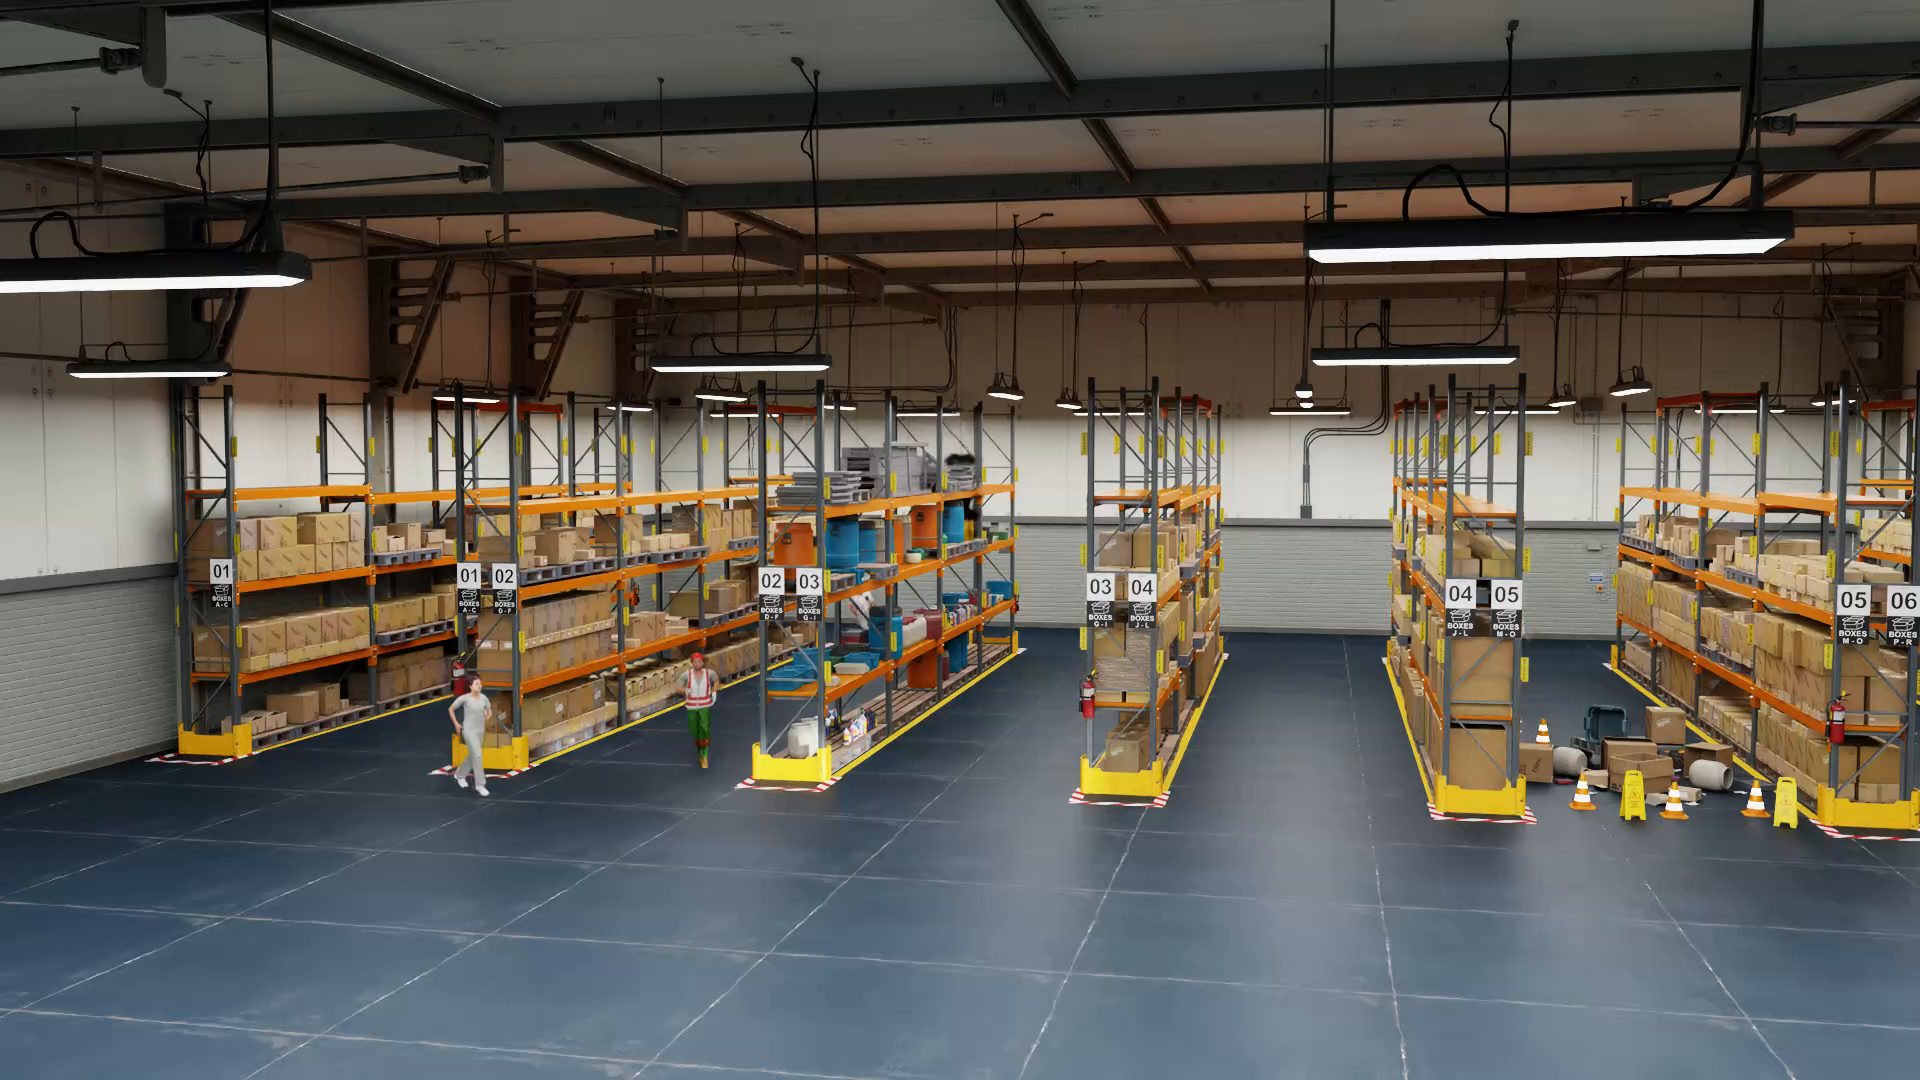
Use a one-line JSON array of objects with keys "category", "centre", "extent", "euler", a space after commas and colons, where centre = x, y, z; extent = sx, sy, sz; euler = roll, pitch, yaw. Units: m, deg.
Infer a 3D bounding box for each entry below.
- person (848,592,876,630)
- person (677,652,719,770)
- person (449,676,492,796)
[{"category": "person", "centre": [-2.369, 1.880, 40.694], "extent": [0.705, 1.735, 0.856], "euler": [-1, 3, -9]}, {"category": "person", "centre": [-4.116, 2.661, 26.099], "extent": [0.631, 1.823, 0.825], "euler": [0, 3, -2]}, {"category": "person", "centre": [-7.044, 2.804, 24.088], "extent": [0.888, 1.679, 0.583], "euler": [2, 4, 34]}]
